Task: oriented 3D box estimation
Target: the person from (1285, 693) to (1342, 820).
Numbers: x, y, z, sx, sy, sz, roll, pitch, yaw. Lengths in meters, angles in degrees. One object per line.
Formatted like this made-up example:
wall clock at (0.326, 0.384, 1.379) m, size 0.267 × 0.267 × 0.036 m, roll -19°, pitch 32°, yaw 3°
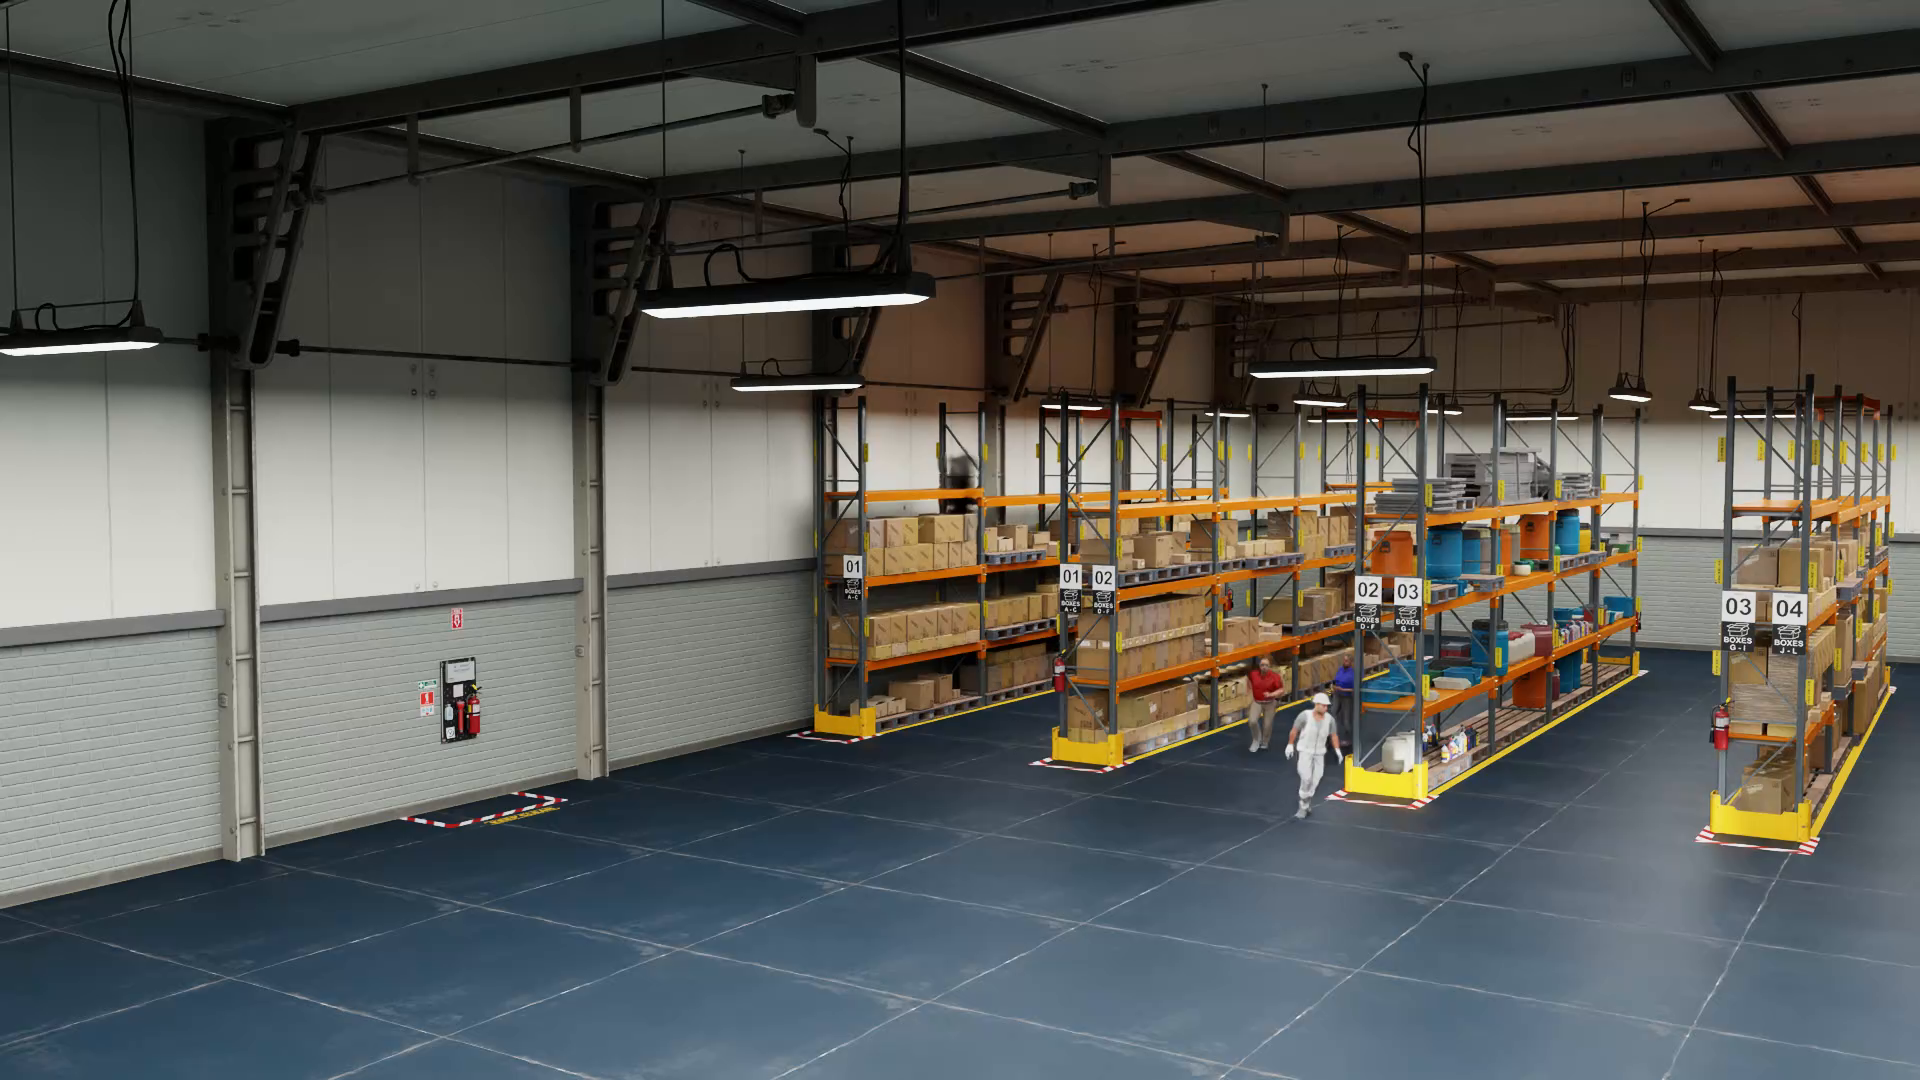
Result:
person at (4.852, 2.941, 22.874) m, size 0.657 × 1.728 × 0.736 m, roll -1°, pitch 3°, yaw -11°

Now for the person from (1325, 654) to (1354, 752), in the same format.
person at (6.478, 2.740, 27.883) m, size 0.613 × 1.701 × 0.665 m, roll 3°, pitch 4°, yaw 43°

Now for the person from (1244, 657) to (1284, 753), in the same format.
person at (5.054, 2.733, 27.664) m, size 0.676 × 1.607 × 0.993 m, roll 1°, pitch 3°, yaw 14°
